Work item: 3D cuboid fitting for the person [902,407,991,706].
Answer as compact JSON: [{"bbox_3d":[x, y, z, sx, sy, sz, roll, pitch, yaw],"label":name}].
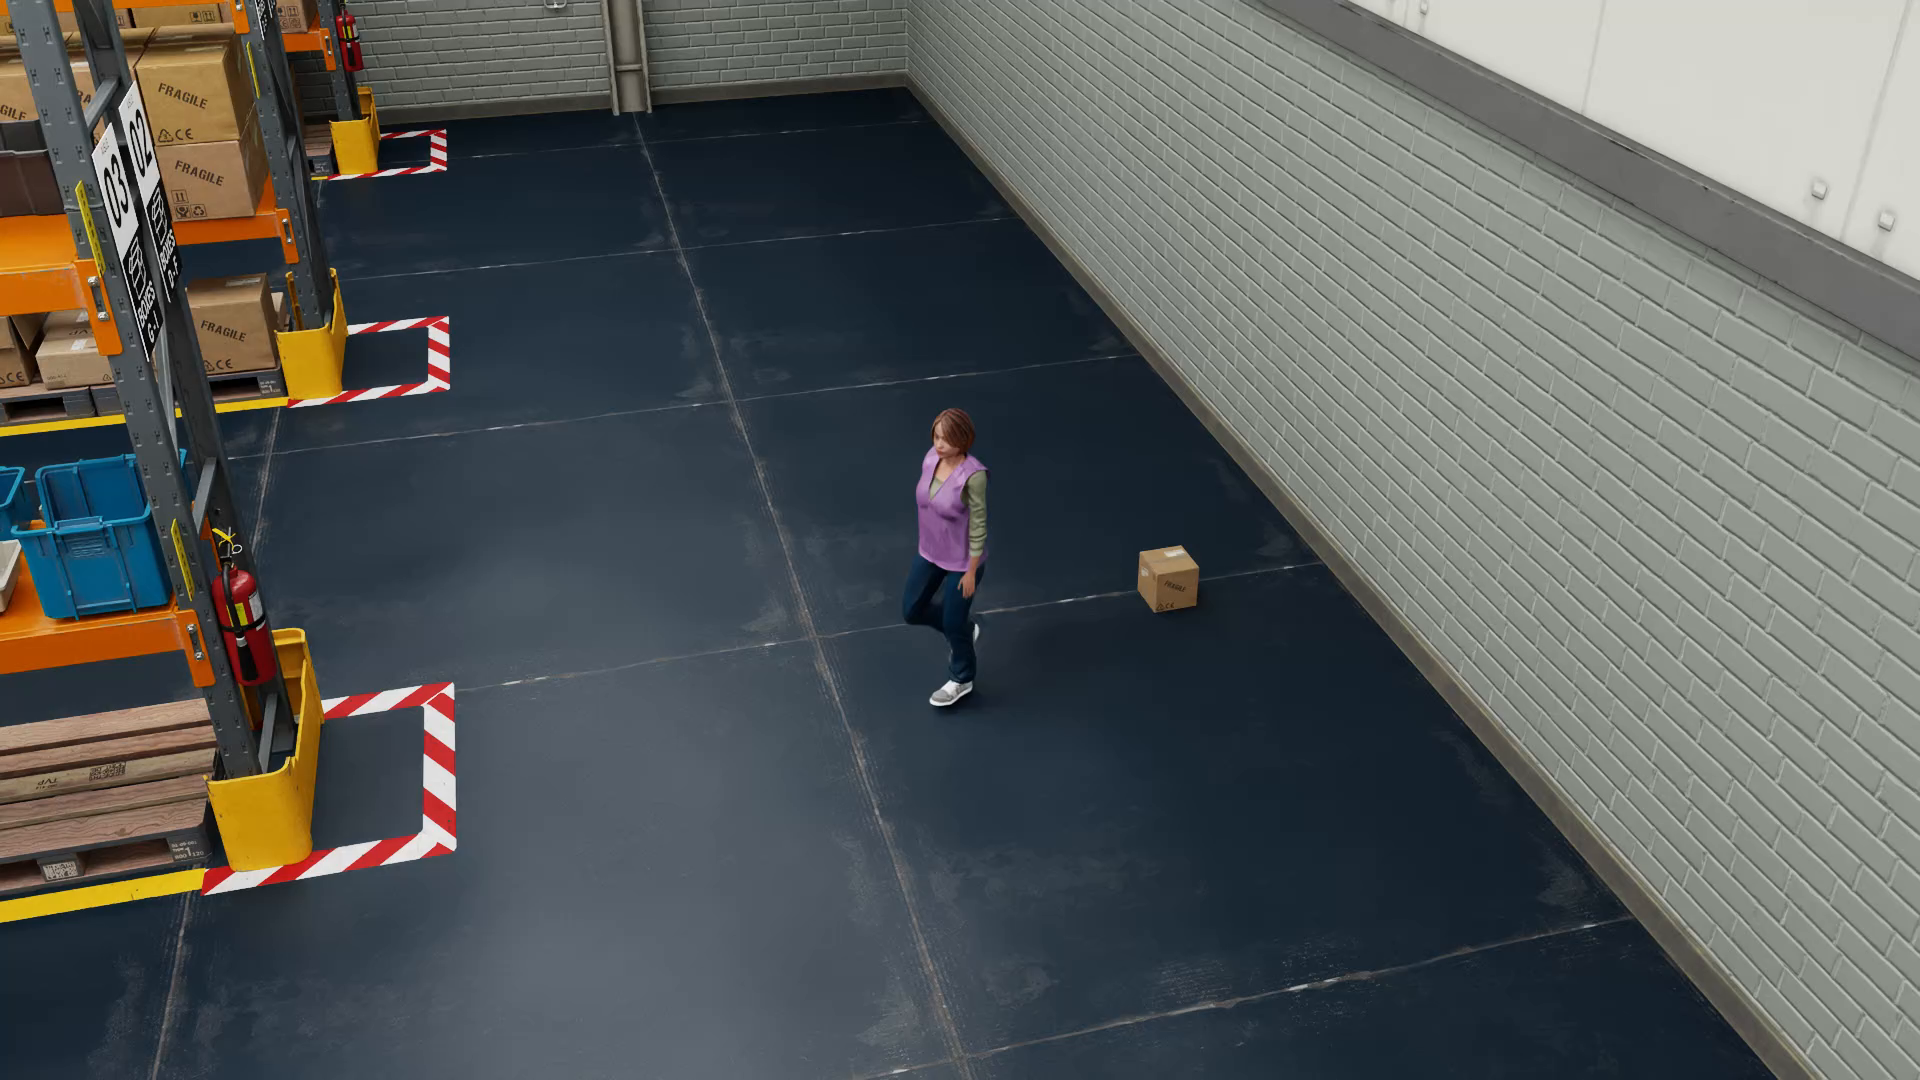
[{"bbox_3d":[-0.029,0.076,8.055,0.444,1.591,0.454,27,40,37],"label":"person"}]
